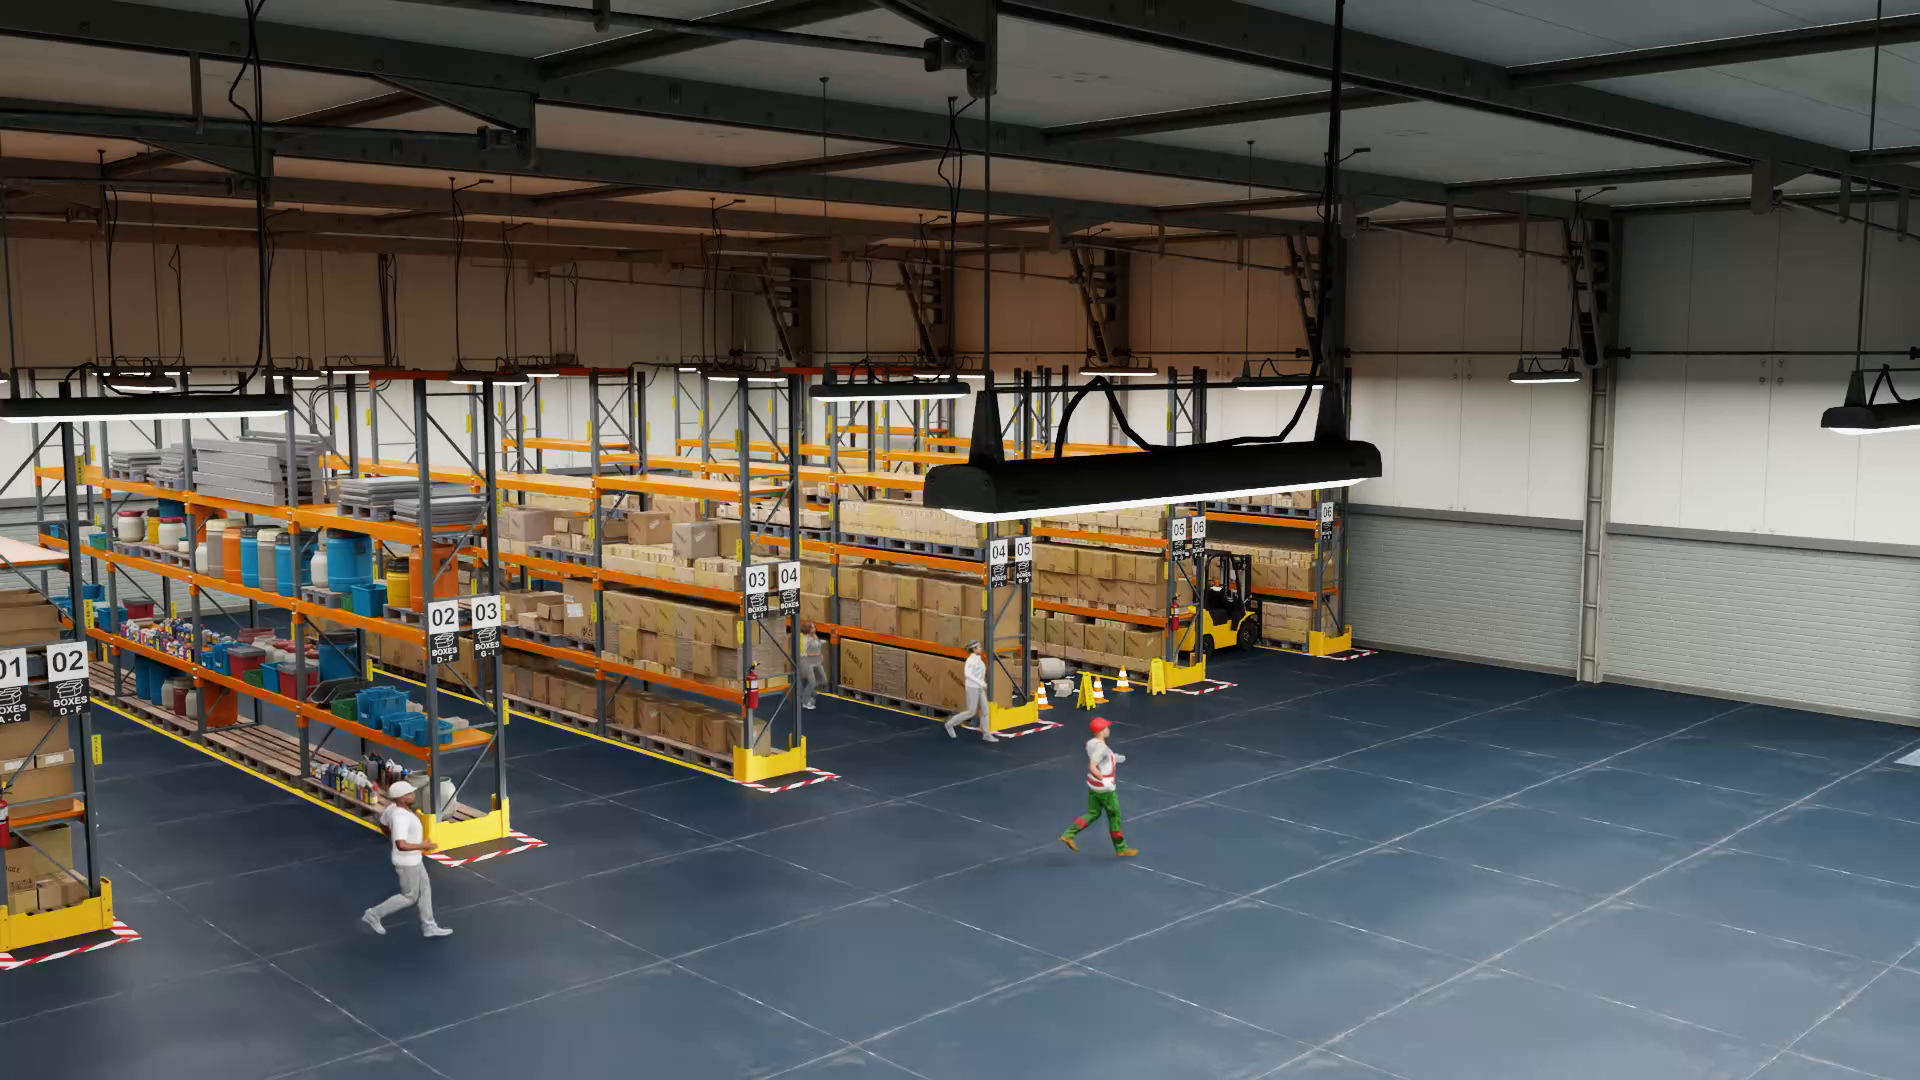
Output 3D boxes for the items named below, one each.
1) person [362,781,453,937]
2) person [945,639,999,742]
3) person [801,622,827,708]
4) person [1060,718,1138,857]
[{"bbox_3d":[-5.952,3.443,17.845,0.923,1.752,0.699,-2,7,-20],"label":"person"},{"bbox_3d":[0.248,2.436,27.195,0.901,1.653,0.674,2,7,16],"label":"person"},{"bbox_3d":[-2.578,2.222,29.459,0.555,1.559,0.522,5,8,36],"label":"person"},{"bbox_3d":[1.749,3.085,20.746,0.999,1.766,0.663,-2,7,-16],"label":"person"}]
